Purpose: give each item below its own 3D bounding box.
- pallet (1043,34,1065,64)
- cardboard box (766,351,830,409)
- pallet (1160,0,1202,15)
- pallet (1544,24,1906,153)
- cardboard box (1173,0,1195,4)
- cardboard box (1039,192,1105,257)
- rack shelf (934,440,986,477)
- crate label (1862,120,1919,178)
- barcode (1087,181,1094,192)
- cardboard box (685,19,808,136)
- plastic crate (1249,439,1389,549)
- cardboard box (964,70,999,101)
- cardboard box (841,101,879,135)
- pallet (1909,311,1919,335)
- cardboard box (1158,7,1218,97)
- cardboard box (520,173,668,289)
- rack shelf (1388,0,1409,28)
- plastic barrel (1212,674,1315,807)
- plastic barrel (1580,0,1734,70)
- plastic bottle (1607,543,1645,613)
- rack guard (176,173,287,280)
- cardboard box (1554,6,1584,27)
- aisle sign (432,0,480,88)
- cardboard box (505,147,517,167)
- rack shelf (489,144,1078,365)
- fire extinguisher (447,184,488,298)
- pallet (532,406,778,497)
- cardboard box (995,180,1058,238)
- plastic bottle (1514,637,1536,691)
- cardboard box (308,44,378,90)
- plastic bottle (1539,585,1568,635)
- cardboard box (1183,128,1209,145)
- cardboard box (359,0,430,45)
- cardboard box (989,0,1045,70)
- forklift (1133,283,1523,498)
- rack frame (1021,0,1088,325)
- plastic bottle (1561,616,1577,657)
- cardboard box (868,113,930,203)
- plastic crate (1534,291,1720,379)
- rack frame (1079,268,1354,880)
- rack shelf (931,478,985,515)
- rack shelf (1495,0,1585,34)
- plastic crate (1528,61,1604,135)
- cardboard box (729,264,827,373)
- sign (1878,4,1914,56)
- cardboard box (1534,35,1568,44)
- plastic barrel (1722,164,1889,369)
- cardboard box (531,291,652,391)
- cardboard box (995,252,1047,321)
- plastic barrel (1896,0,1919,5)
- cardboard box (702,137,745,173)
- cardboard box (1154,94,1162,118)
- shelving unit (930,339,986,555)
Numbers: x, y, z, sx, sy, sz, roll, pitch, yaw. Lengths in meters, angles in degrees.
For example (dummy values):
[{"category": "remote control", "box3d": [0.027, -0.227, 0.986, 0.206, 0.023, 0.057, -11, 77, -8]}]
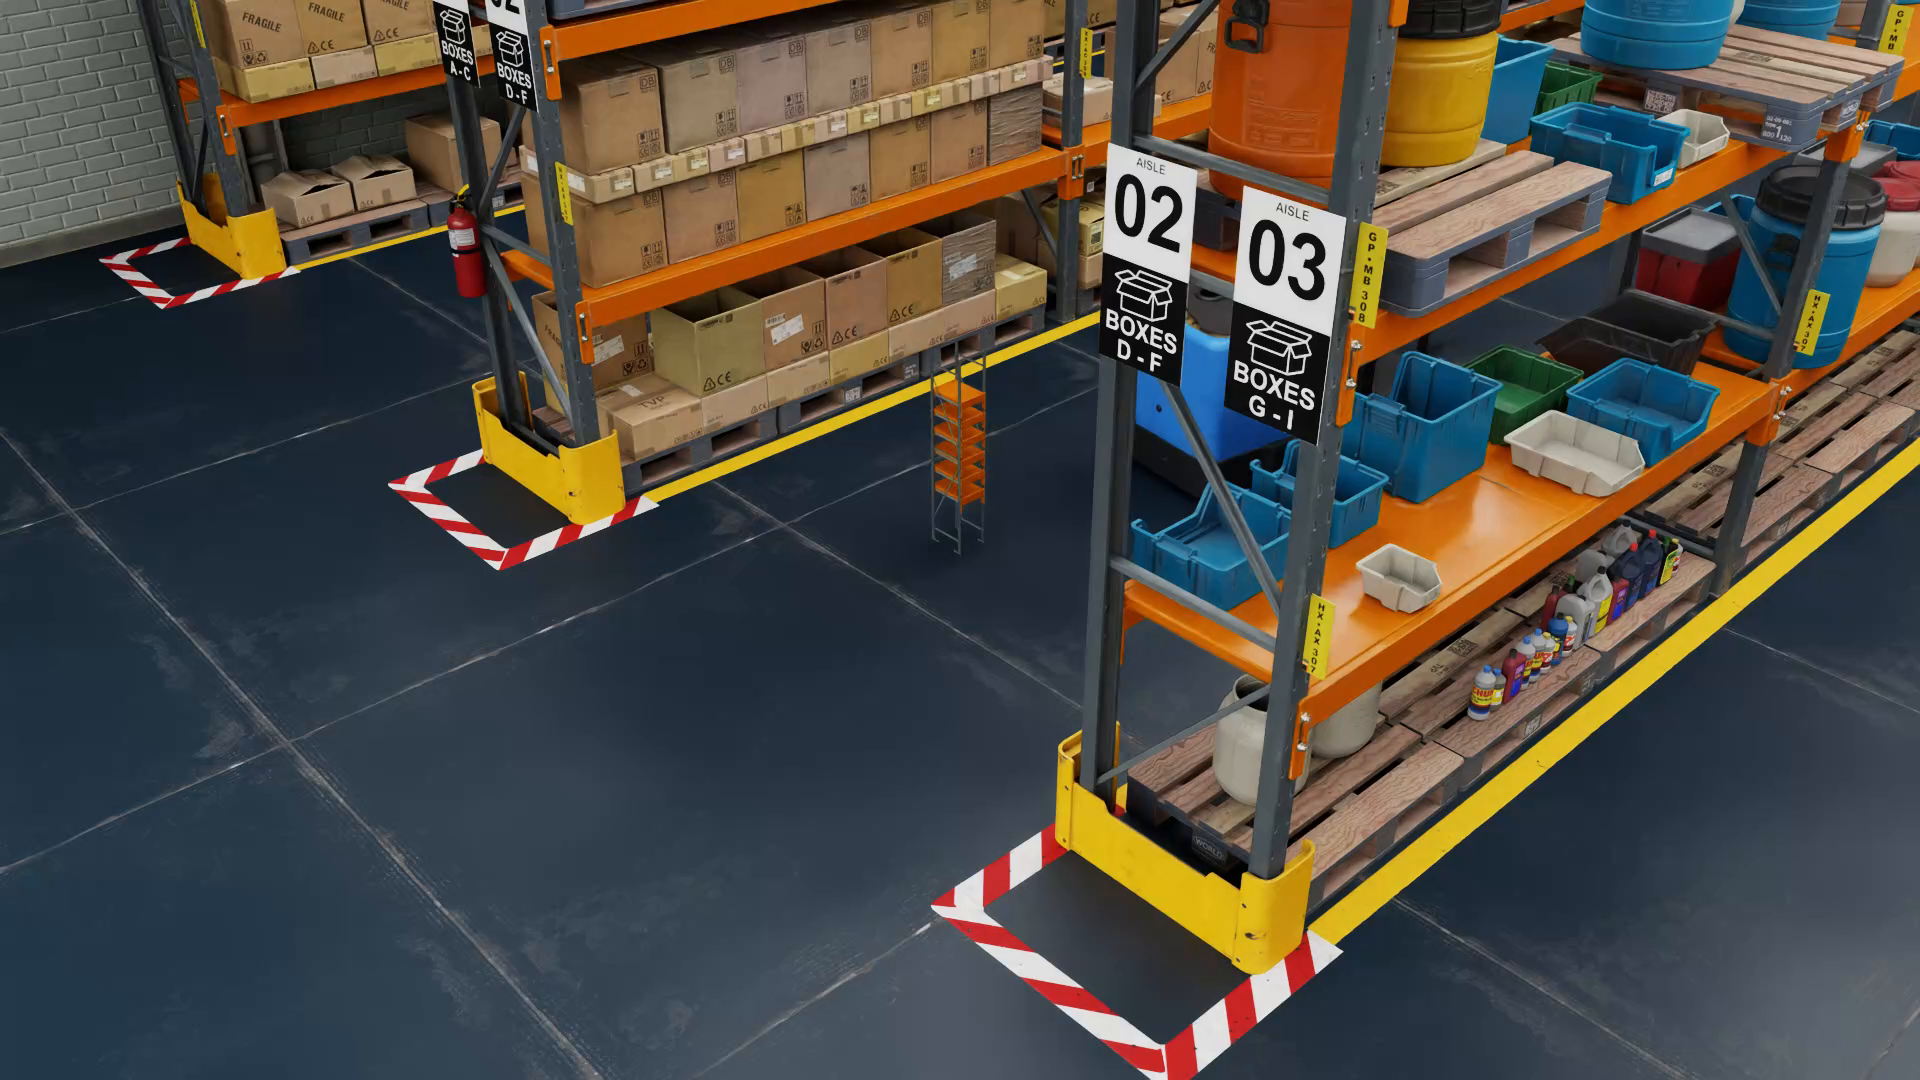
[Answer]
[{"category": "pallet", "box3d": [0.656, -5.438, 18.275, 1.213, 0.211, 1.003, -26, 40, -35]}, {"category": "cardboard box", "box3d": [-1.194, -1.113, 10.762, 0.500, 0.250, 0.500, -26, 40, -35]}, {"category": "pallet", "box3d": [2.445, -6.303, 19.690, 1.213, 0.211, 1.003, -26, 40, -35]}, {"category": "pallet", "box3d": [3.366, -2.074, 7.406, 1.003, 0.211, 1.213, -26, 40, -35]}, {"category": "cardboard box", "box3d": [2.571, -6.777, 19.450, 0.750, 0.750, 0.750, -25, 40, -35]}, {"category": "cardboard box", "box3d": [0.936, -2.361, 12.266, 0.500, 0.311, 0.500, -26, 40, -35]}, {"category": "rack shelf", "box3d": [-0.011, -0.469, 9.286, 0.180, 0.103, 0.258, -26, 40, -35]}, {"category": "crate label", "box3d": [5.850, -2.353, 10.523, 0.616, 0.435, 0.502, -26, 40, -35]}, {"category": "barcode", "box3d": [0.934, -2.526, 11.895, 0.075, 0.075, 0.001, -26, 40, -35]}, {"category": "cardboard box", "box3d": [-1.328, -2.789, 9.930, 0.500, 0.500, 0.700, -26, 40, -35]}, {"category": "plastic crate", "box3d": [1.540, -0.206, 7.188, 0.408, 0.251, 0.499, -26, 40, -35]}, {"category": "cardboard box", "box3d": [0.037, -3.024, 10.937, 0.250, 0.149, 0.380, -27, 41, -37]}, {"category": "cardboard box", "box3d": [-0.715, -2.660, 10.342, 0.250, 0.149, 0.380, -24, 39, -34]}, {"category": "pallet", "box3d": [7.312, -1.693, 12.150, 1.213, 0.211, 1.003, -26, 40, -35]}, {"category": "cardboard box", "box3d": [1.792, -3.738, 12.725, 0.500, 0.500, 0.500, -26, 40, -35]}, {"category": "cardboard box", "box3d": [-2.118, -1.849, 9.637, 0.500, 0.500, 0.700, -26, 40, -35]}, {"category": "rack shelf", "box3d": [2.363, -2.540, 6.186, 4.000, 0.370, 1.077, -26, 40, -35]}, {"category": "plastic barrel", "box3d": [1.327, 0.870, 7.268, 0.421, 0.512, 0.421, 0, 31, 0]}, {"category": "plastic barrel", "box3d": [3.027, -2.529, 7.086, 0.708, 0.901, 0.600, -26, 40, -35]}, {"category": "plastic bottle", "box3d": [3.412, 0.181, 8.530, 0.144, 0.351, 0.185, 27, 40, 37]}, {"category": "rack guard", "box3d": [-5.784, -2.500, 13.193, 0.348, 0.500, 1.175, -26, 40, -35]}, {"category": "cardboard box", "box3d": [6.555, -5.334, 17.406, 0.500, 0.500, 0.500, -26, 40, -35]}, {"category": "aisle sign", "box3d": [-2.717, -2.843, 8.867, 0.004, 0.787, 0.394, -26, 40, -35]}, {"category": "cardboard box", "box3d": [-4.093, -3.370, 14.531, 0.380, 0.149, 0.250, 26, 40, 35]}, {"category": "rack shelf", "box3d": [-1.003, -2.048, 10.748, 4.000, 0.370, 1.077, -26, 40, -35]}, {"category": "fire extinguisher", "box3d": [-2.872, -1.748, 9.642, 0.183, 0.674, 0.296, -26, 40, -35]}, {"category": "pallet", "box3d": [-1.937, -0.743, 10.597, 1.213, 0.211, 1.003, -26, 40, -35]}, {"category": "cardboard box", "box3d": [0.566, -2.563, 12.596, 0.500, 0.311, 0.500, -26, 40, -35]}, {"category": "plastic bottle", "box3d": [2.689, 0.582, 7.951, 0.097, 0.271, 0.097, 0, 31, 0]}, {"category": "cardboard box", "box3d": [-4.895, -3.725, 12.925, 0.500, 0.250, 0.500, -27, 41, -37]}, {"category": "plastic bottle", "box3d": [2.981, 0.340, 8.335, 0.133, 0.283, 0.061, -26, 40, -35]}, {"category": "cardboard box", "box3d": [2.058, -3.285, 13.777, 0.500, 0.311, 0.500, -27, 41, -37]}, {"category": "cardboard box", "box3d": [-4.533, -4.210, 13.000, 0.500, 0.500, 0.500, -27, 41, -37]}, {"category": "cardboard box", "box3d": [0.143, -3.501, 11.094, 0.500, 0.500, 0.700, -26, 40, -35]}, {"category": "forklift", "box3d": [2.395, -2.078, 10.173, 3.031, 2.935, 1.130, -20, 37, -29]}, {"category": "rack frame", "box3d": [0.464, -3.064, 11.720, 0.127, 3.000, 1.000, -26, 40, -35]}, {"category": "plastic bottle", "box3d": [2.985, 0.468, 8.204, 0.097, 0.201, 0.097, 0, 31, 0]}, {"category": "cardboard box", "box3d": [-0.610, -2.581, 10.834, 0.500, 0.500, 0.700, -25, 39, -35]}, {"category": "plastic crate", "box3d": [3.359, -1.004, 8.411, 0.504, 0.338, 0.767, -26, 40, -35]}, {"category": "rack frame", "box3d": [0.896, 0.251, 6.299, 0.127, 3.000, 1.000, -26, 40, -35]}, {"category": "rack shelf", "box3d": [-0.011, -0.264, 9.411, 0.180, 0.103, 0.258, -26, 40, -35]}, {"category": "rack shelf", "box3d": [4.864, -4.885, 15.388, 4.000, 0.370, 1.077, -26, 40, -35]}, {"category": "plastic crate", "box3d": [2.487, -1.902, 7.147, 0.450, 0.188, 0.336, -26, 40, -35]}, {"category": "cardboard box", "box3d": [-1.201, -1.437, 10.573, 0.500, 0.500, 0.500, -26, 40, -35]}, {"category": "sign", "box3d": [4.195, -2.237, 7.484, 0.005, 0.325, 0.100, -26, 40, -35]}, {"category": "cardboard box", "box3d": [5.795, -4.566, 16.151, 0.500, 0.500, 0.500, -26, 40, -35]}, {"category": "plastic barrel", "box3d": [4.318, -1.403, 8.523, 0.708, 0.901, 0.600, -26, 40, -35]}, {"category": "cardboard box", "box3d": [-2.278, -1.275, 10.309, 0.500, 0.500, 0.500, -26, 40, -35]}, {"category": "cardboard box", "box3d": [0.272, -1.822, 11.922, 0.500, 0.250, 0.500, -26, 40, -35]}, {"category": "plastic barrel", "box3d": [5.014, -3.389, 8.895, 0.708, 0.901, 0.600, -26, 40, -35]}, {"category": "cardboard box", "box3d": [-1.473, -2.293, 9.741, 0.250, 0.149, 0.380, -27, 40, -36]}, {"category": "cardboard box", "box3d": [1.253, -3.193, 12.172, 0.250, 0.149, 0.380, -26, 40, -35]}, {"category": "shelving unit", "box3d": [-0.011, -0.507, 9.263, 0.189, 1.200, 0.258, -26, 40, -35]}]
